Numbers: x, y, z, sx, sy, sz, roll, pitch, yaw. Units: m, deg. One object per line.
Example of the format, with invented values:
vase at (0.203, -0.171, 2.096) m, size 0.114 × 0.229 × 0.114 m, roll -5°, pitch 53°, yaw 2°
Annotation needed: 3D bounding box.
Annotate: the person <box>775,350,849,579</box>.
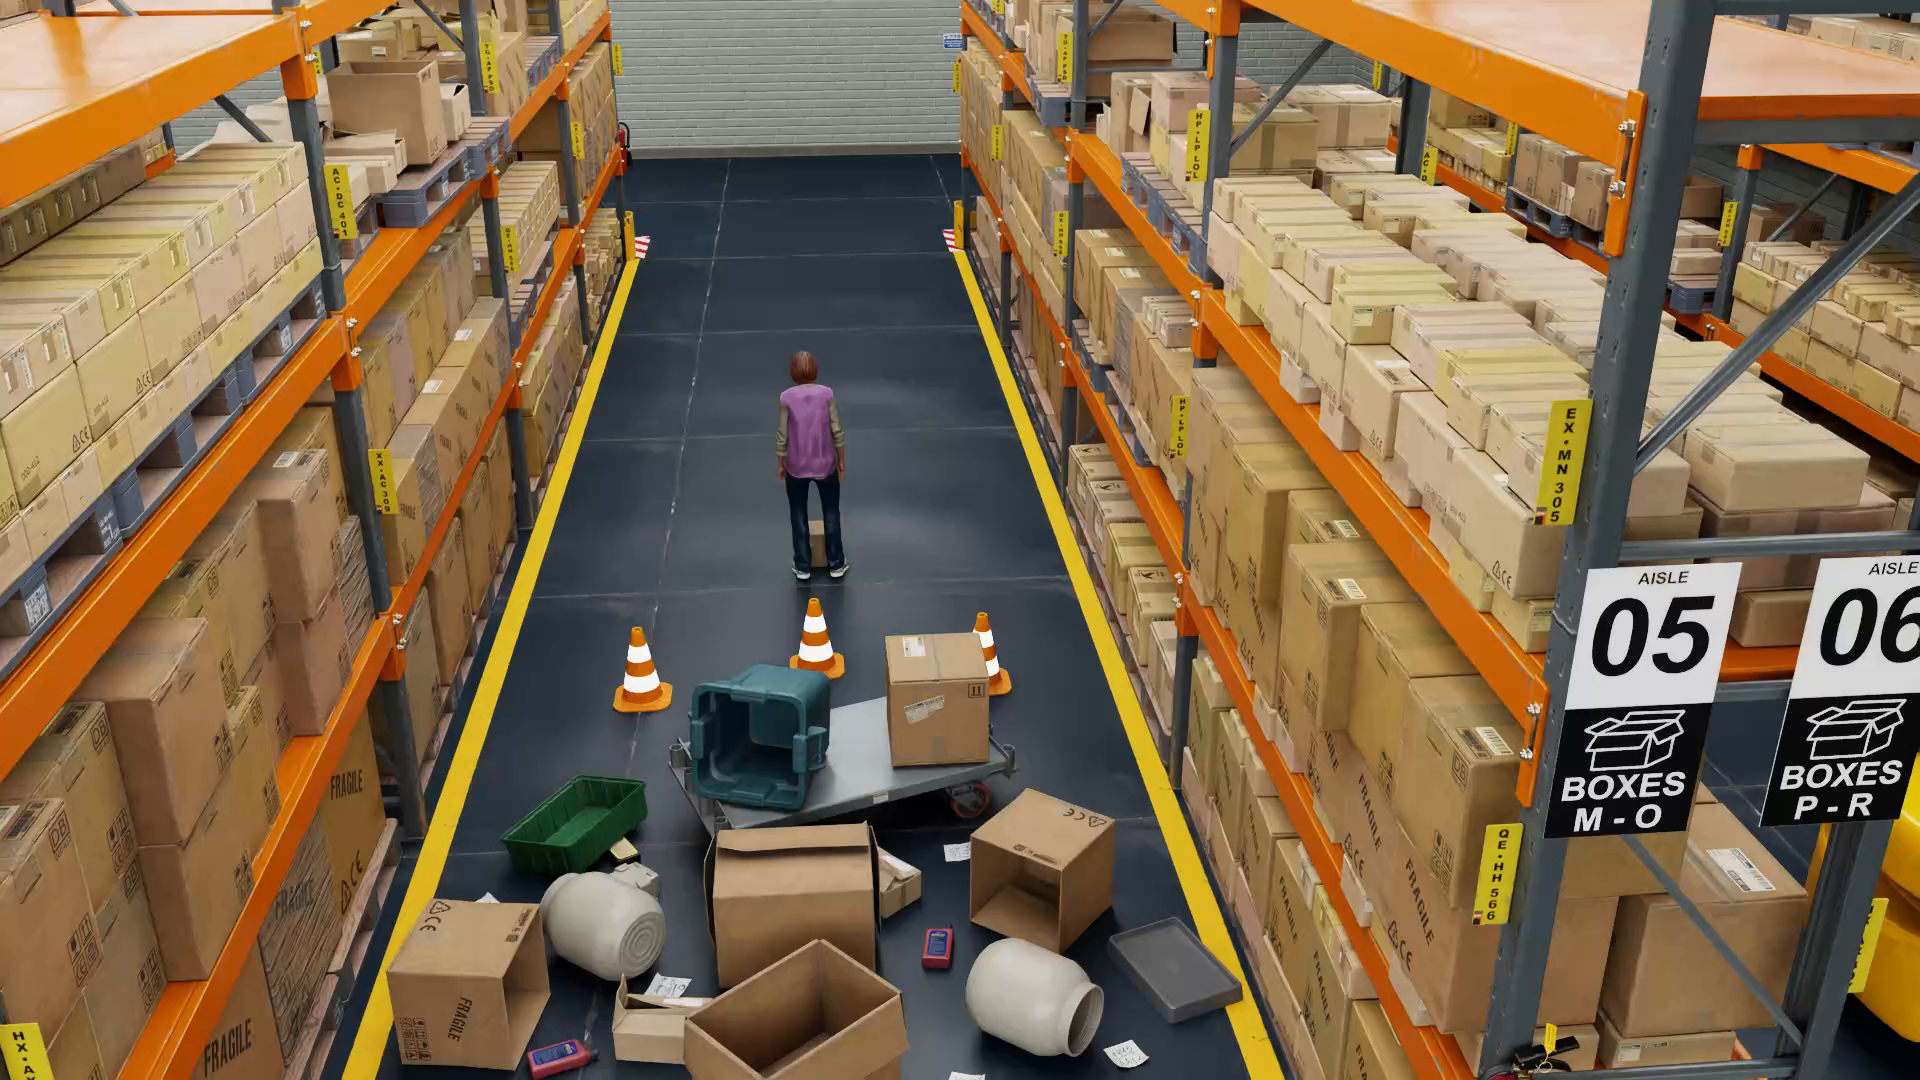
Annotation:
person at (-1.000, -0.488, 11.209) m, size 0.471 × 1.592 × 0.348 m, roll -3°, pitch 24°, yaw -8°
